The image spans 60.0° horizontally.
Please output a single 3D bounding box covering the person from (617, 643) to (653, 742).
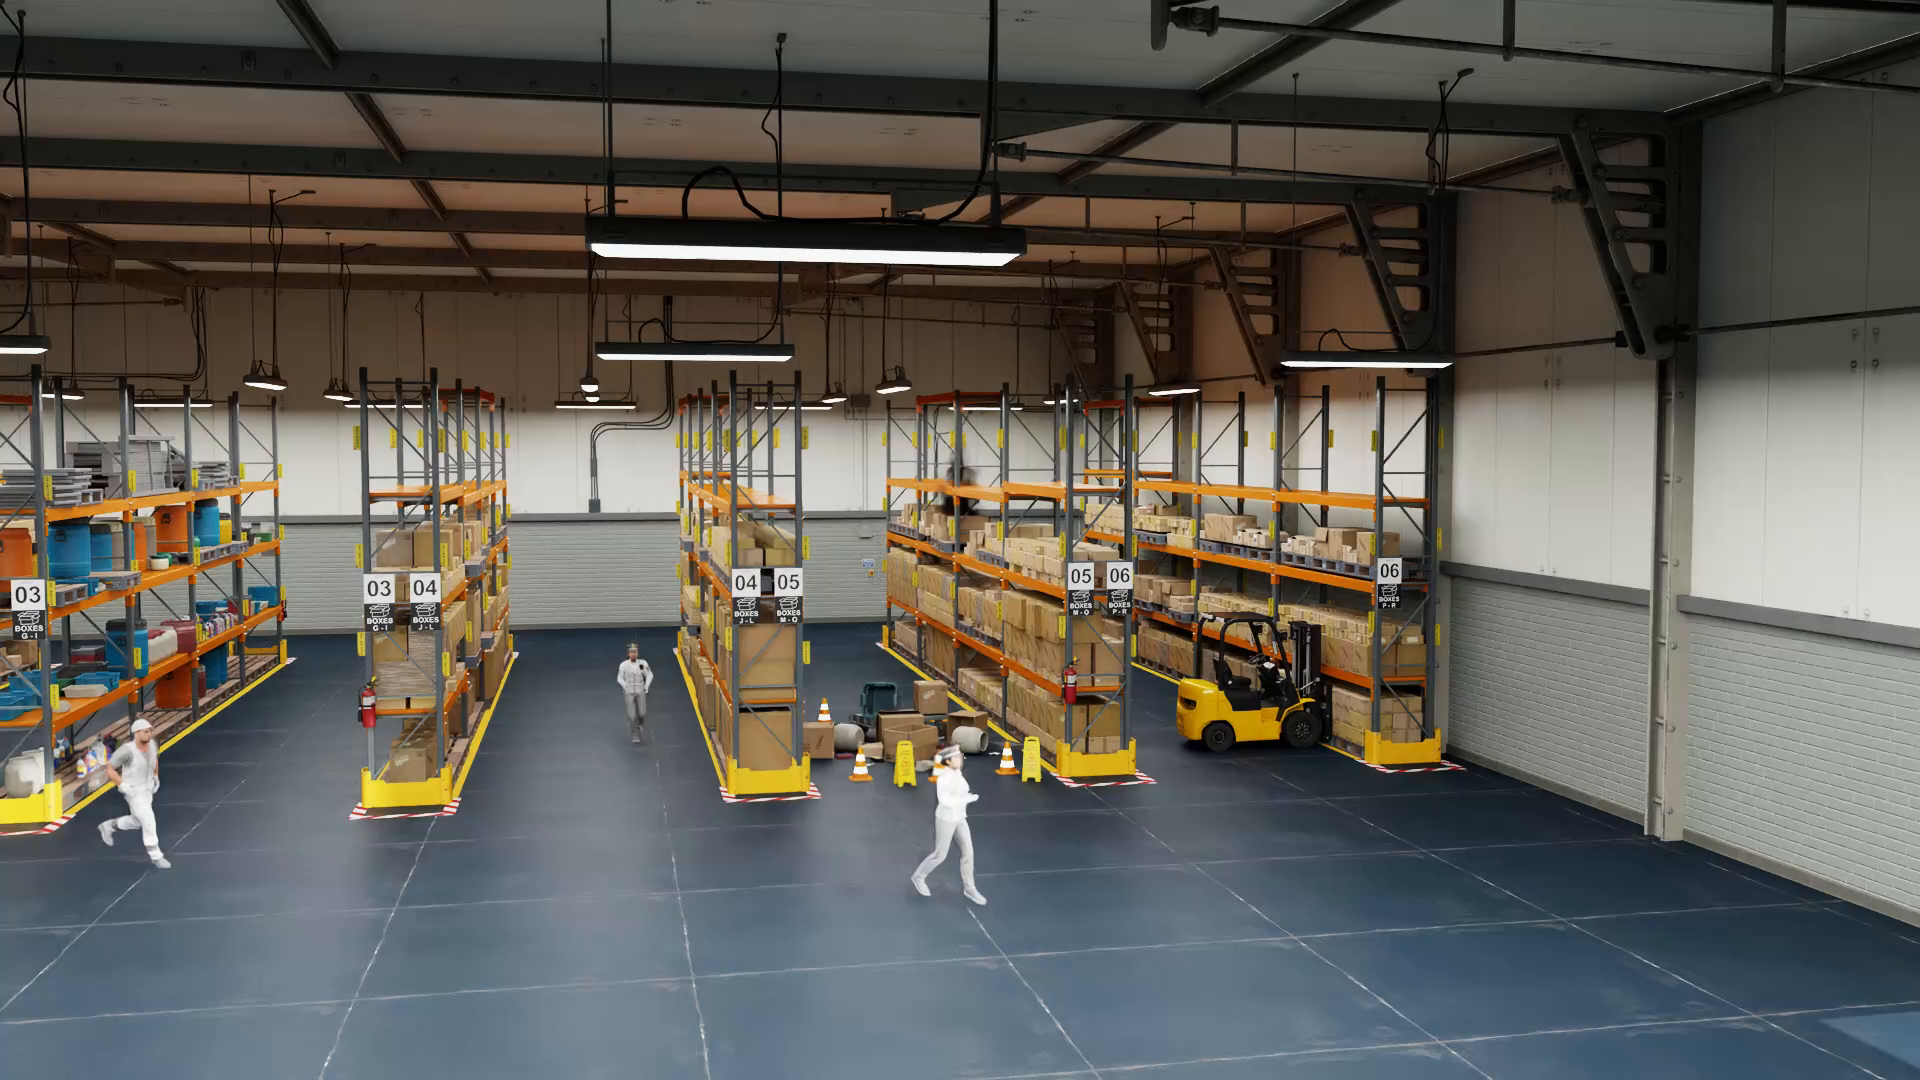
[{"bbox_3d":[-5.366,2.531,27.492,0.589,1.653,0.528,-1,3,-13],"label":"person"}]

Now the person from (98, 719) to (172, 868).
[{"bbox_3d":[-9.763,2.978,19.605,1.008,1.772,0.660,1,4,15],"label":"person"}]

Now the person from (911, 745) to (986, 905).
[{"bbox_3d":[-0.109,3.062,18.030,0.829,1.722,0.629,2,4,28],"label":"person"}]
